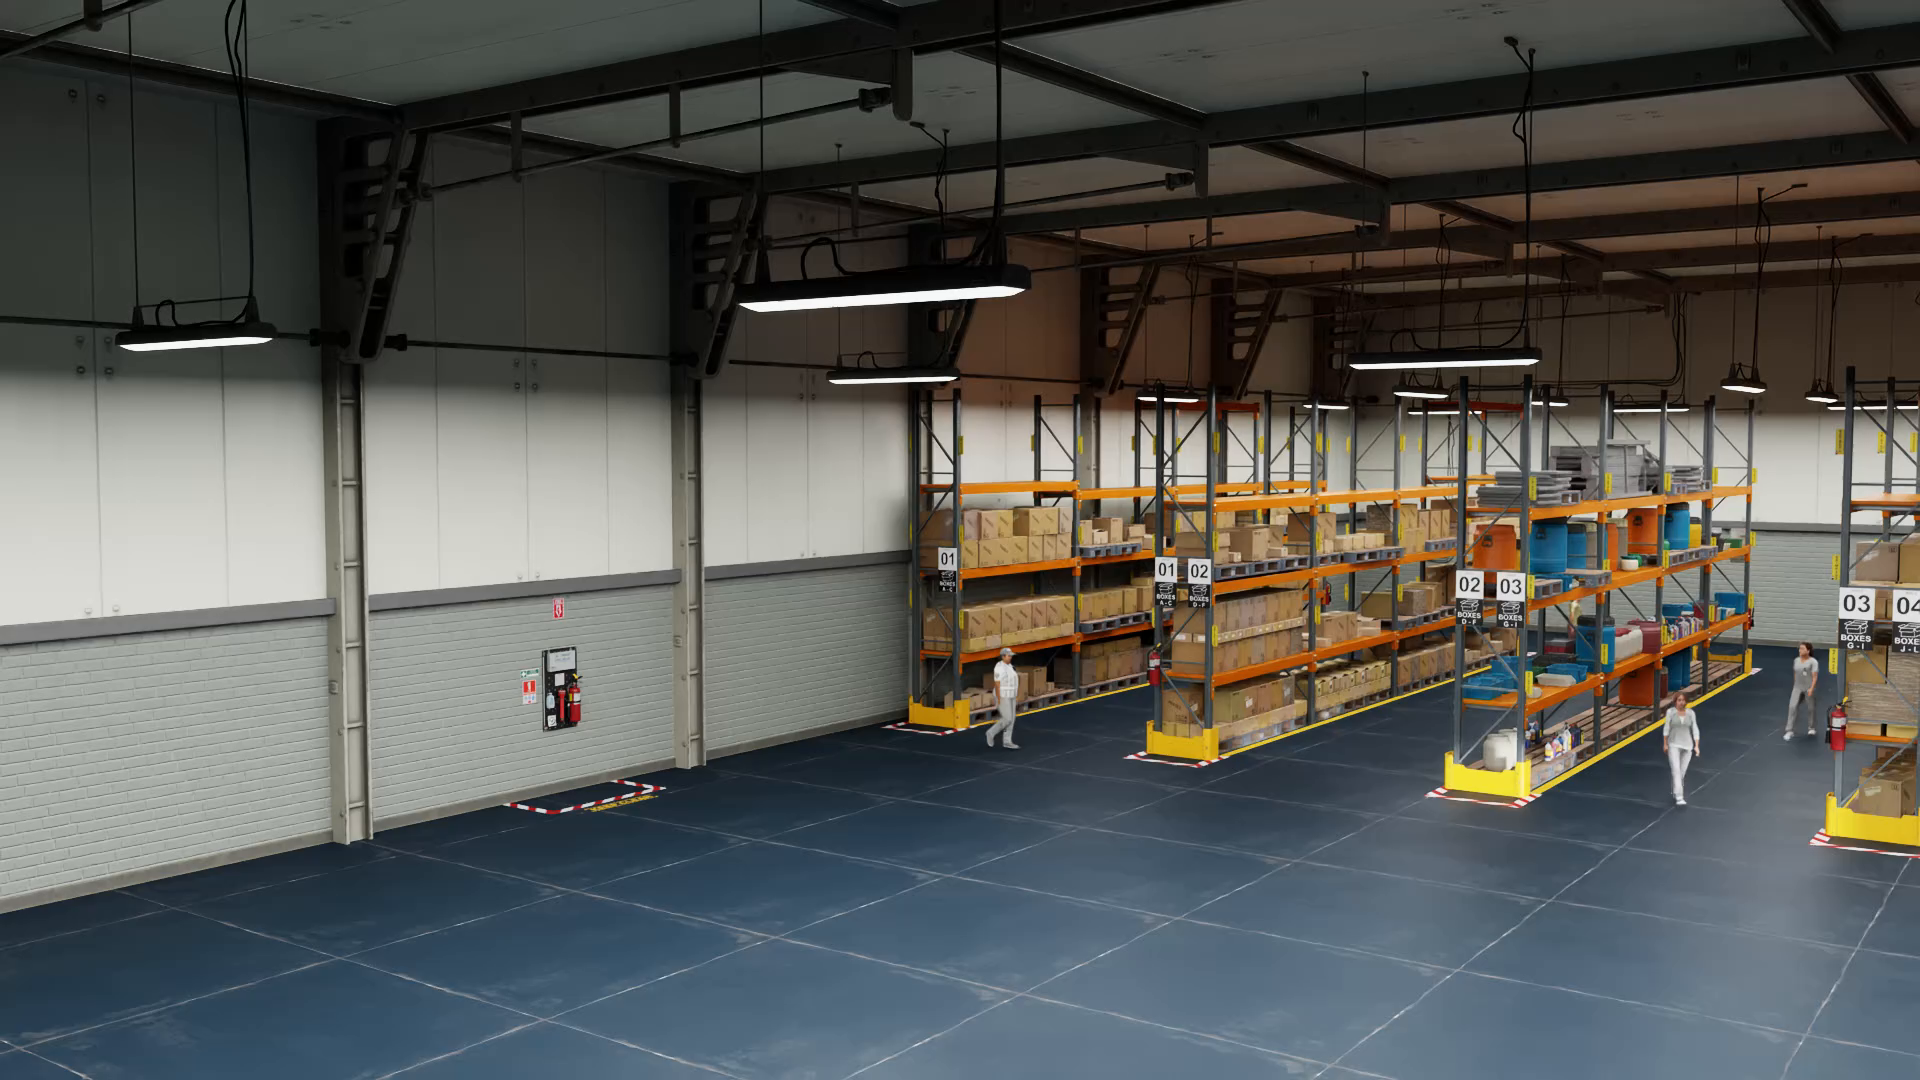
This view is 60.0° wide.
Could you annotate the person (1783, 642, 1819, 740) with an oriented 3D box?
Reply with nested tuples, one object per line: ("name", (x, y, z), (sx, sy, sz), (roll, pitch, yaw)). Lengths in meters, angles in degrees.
("person", (14.388, 2.550, 28.334), (0.993, 1.627, 0.447), (-3, 5, -45))

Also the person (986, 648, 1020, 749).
("person", (0.714, 2.599, 27.357), (0.504, 1.652, 0.515), (2, 4, 29))

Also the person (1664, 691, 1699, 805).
("person", (10.065, 2.886, 23.165), (0.430, 1.546, 0.951), (1, 3, 10))

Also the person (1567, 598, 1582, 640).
("person", (14.105, 2.006, 38.078), (0.526, 1.713, 0.500), (1, 3, 13))
